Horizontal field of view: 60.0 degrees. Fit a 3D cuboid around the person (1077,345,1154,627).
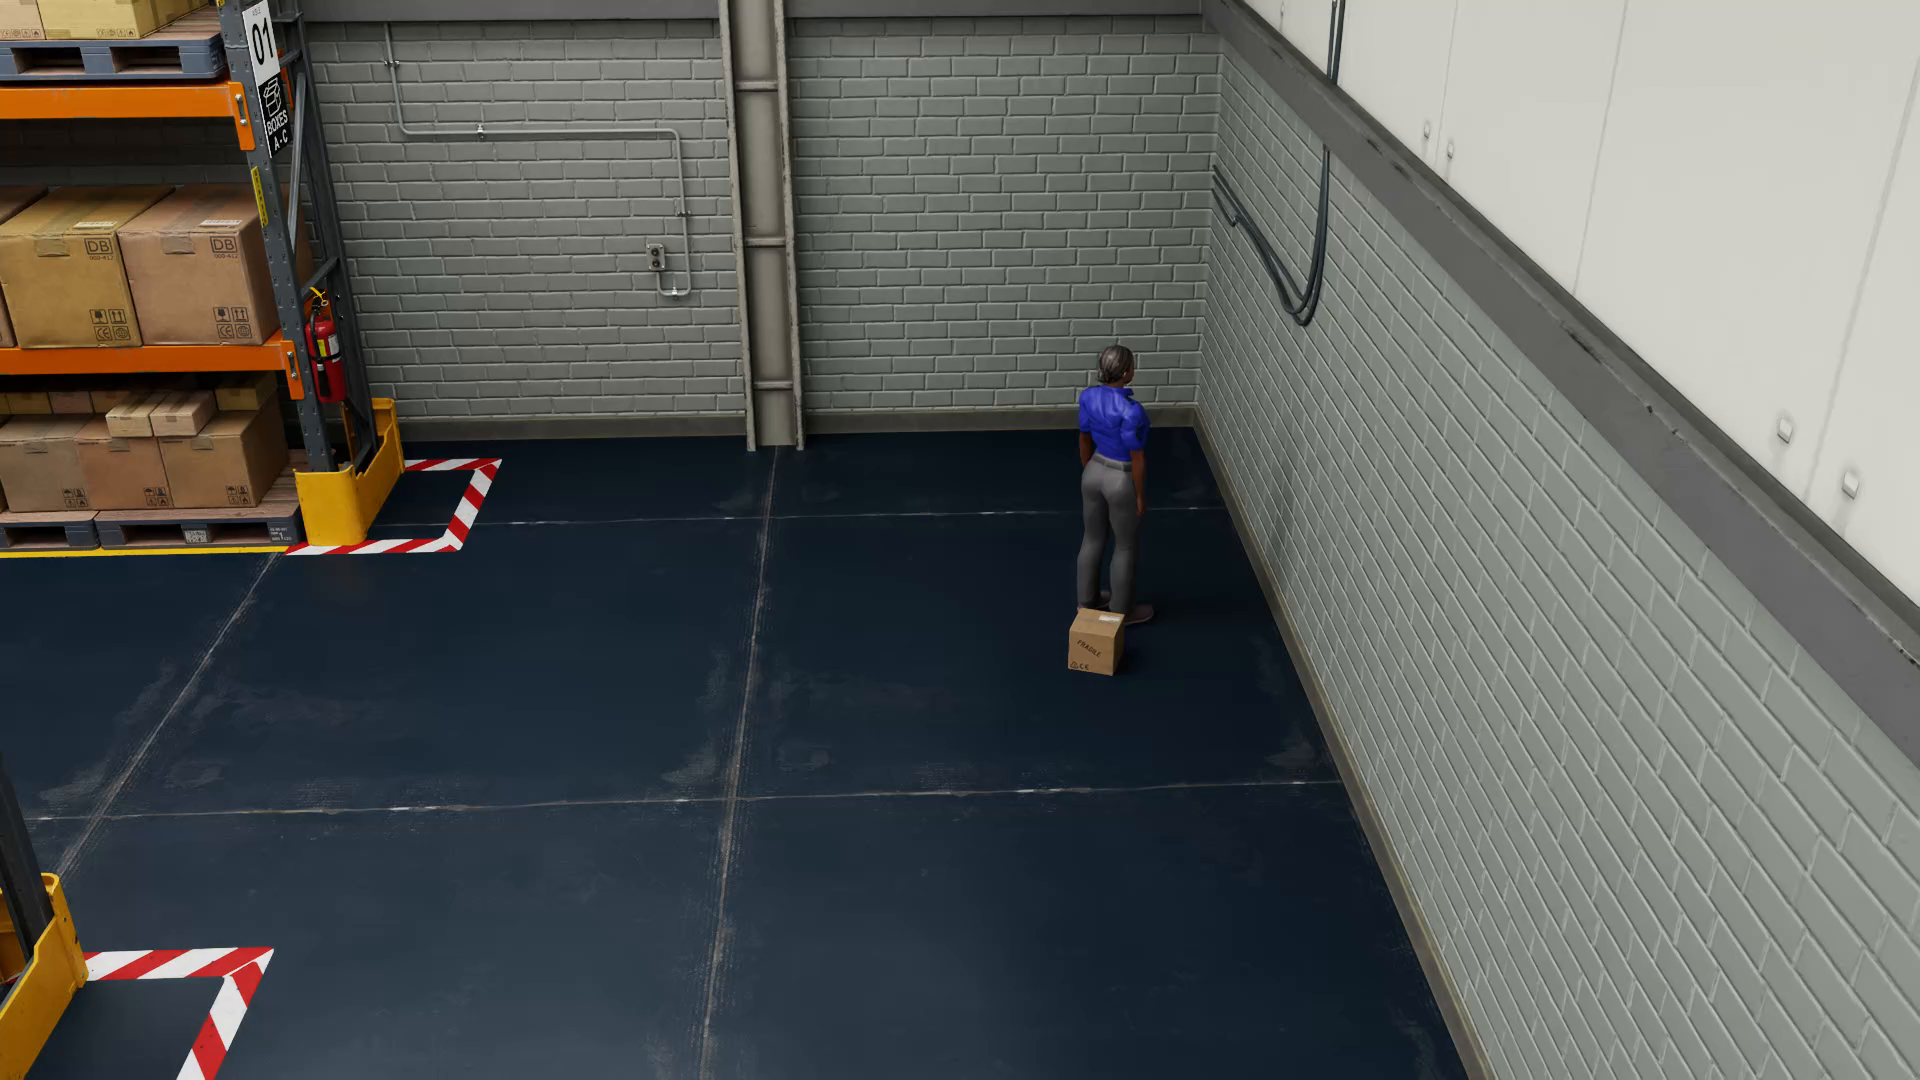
[{"bbox_3d":[0.869,-0.307,9.210,0.443,1.665,0.356,25,37,39],"label":"person"}]
